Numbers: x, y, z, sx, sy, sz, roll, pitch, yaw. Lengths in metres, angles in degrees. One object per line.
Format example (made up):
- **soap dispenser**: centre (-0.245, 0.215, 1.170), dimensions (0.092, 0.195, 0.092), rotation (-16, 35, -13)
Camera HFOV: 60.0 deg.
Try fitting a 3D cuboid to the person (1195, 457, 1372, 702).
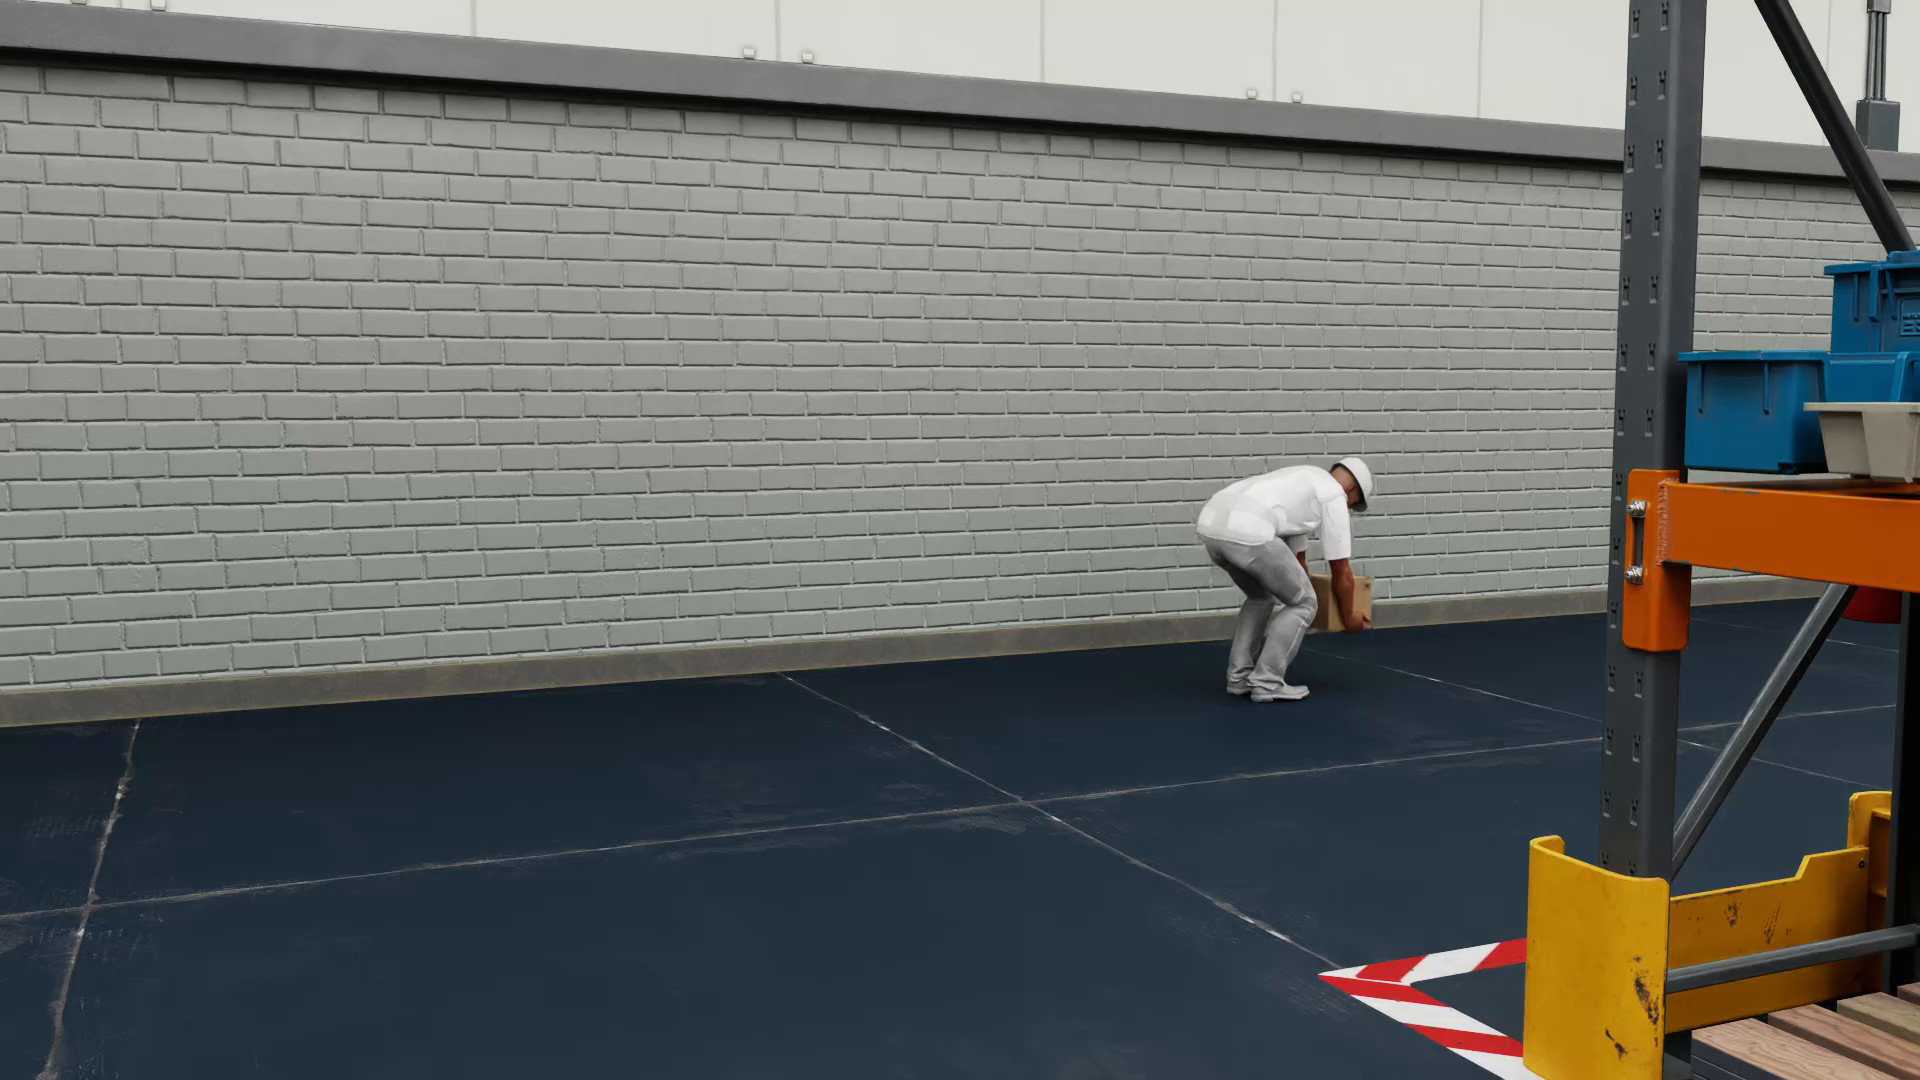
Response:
- **person**: centre (1.596, 0.177, 8.068), dimensions (0.959, 1.144, 0.504), rotation (-3, 6, -26)
